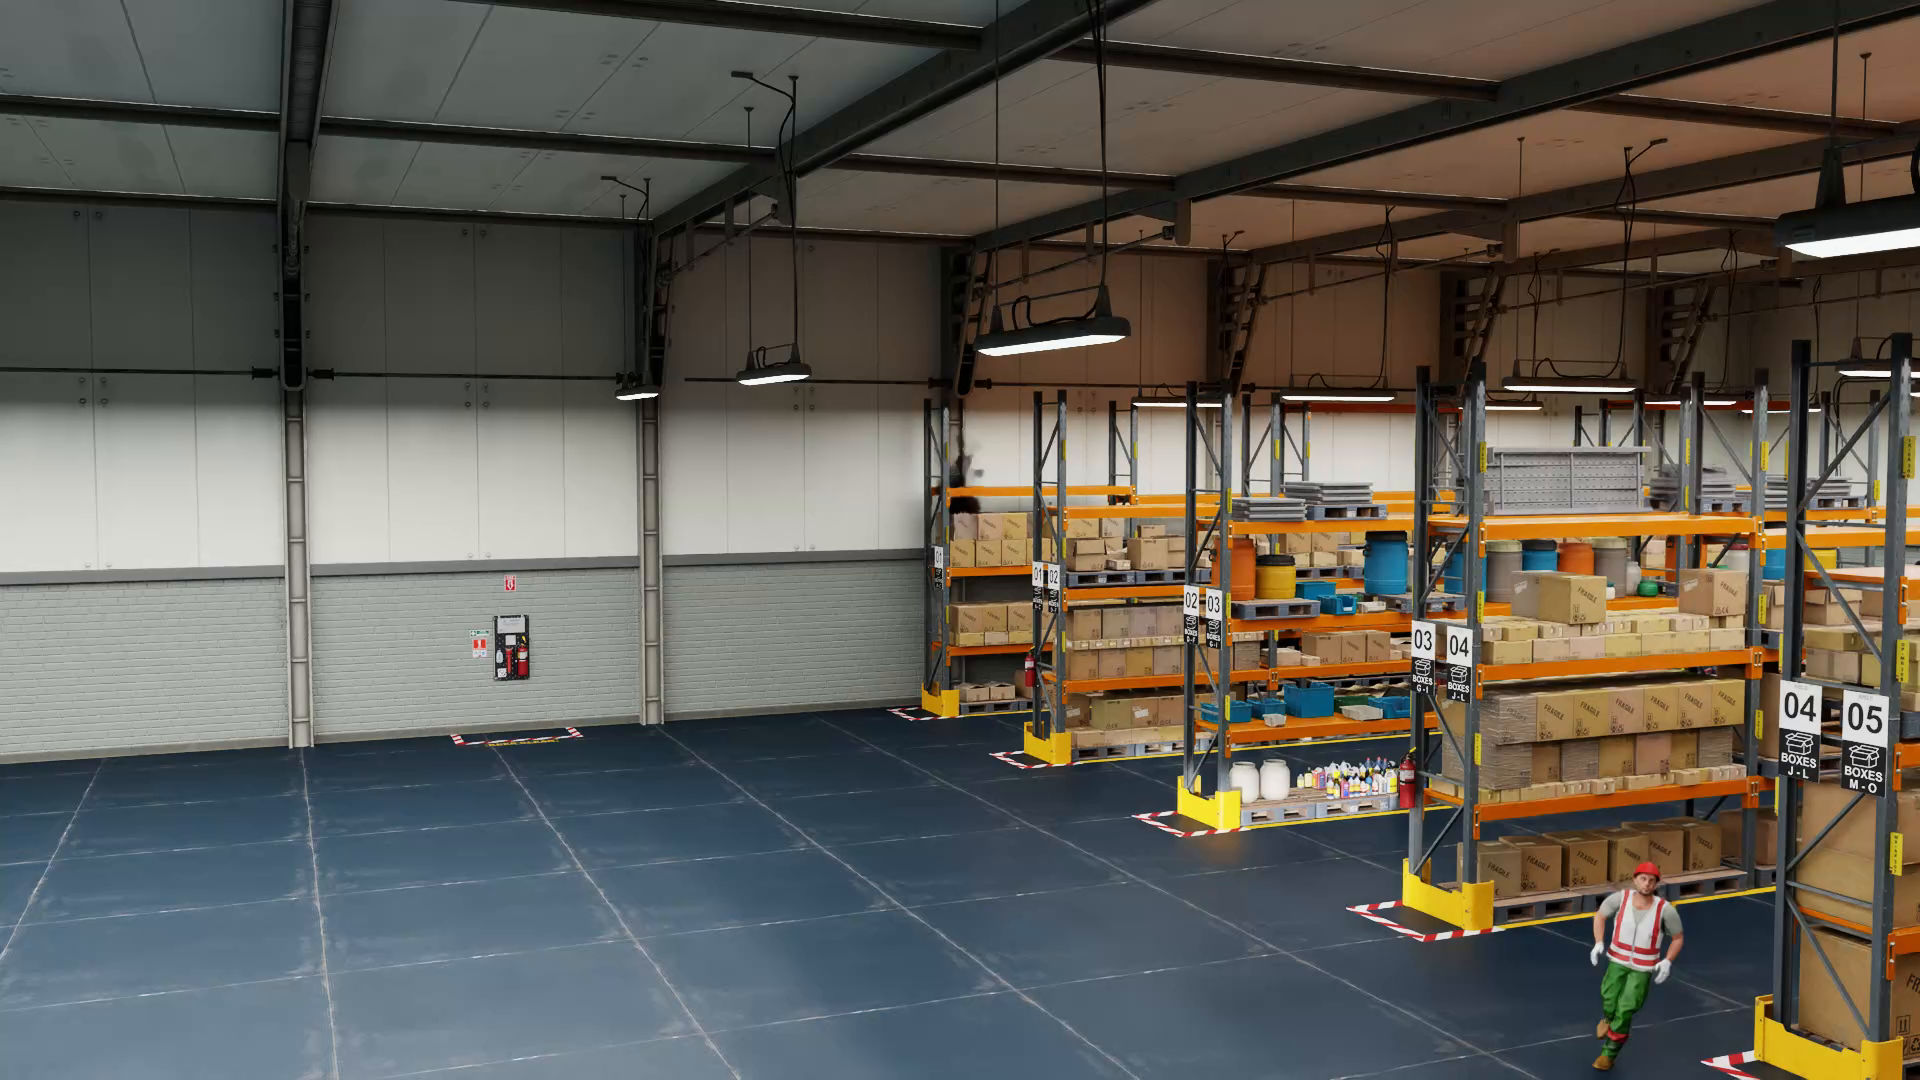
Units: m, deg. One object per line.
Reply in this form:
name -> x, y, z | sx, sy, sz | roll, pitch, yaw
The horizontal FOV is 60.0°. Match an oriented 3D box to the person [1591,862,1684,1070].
person -> 5.583, 3.501, 13.717 | 0.698, 1.706, 0.613 | 2, 4, 28
